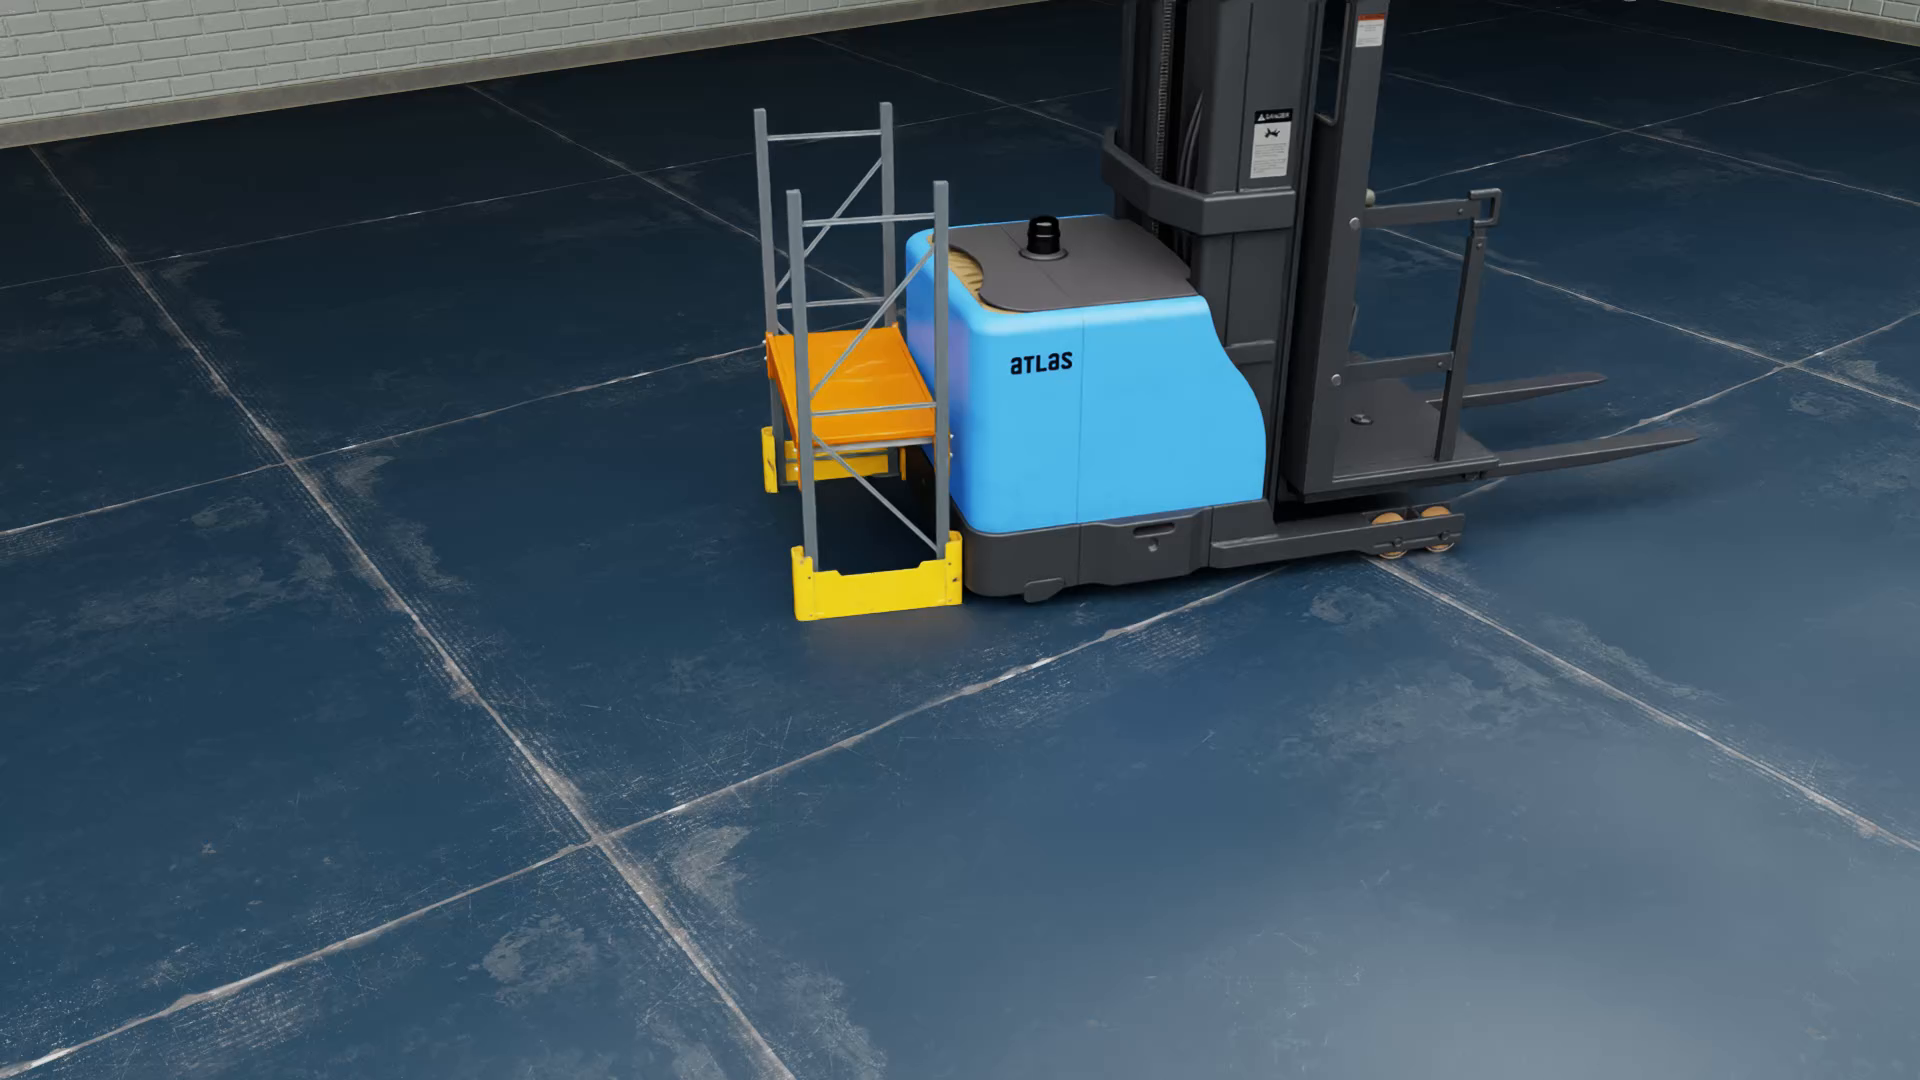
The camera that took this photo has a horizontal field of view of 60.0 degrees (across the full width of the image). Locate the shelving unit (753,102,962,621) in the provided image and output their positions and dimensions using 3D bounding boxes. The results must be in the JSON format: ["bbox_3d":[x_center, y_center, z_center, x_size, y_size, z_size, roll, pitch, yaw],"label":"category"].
[{"bbox_3d":[-0.386,-0.658,5.890,0.587,1.500,1.083,-6,29,-10],"label":"shelving unit"}]

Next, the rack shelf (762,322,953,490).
[{"bbox_3d":[-0.388,-0.504,5.983,0.538,0.185,1.000,-6,29,-10],"label":"rack shelf"}]

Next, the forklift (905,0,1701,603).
[{"bbox_3d":[1.363,-1.453,5.854,3.031,2.935,1.130,-8,29,-14],"label":"forklift"}]

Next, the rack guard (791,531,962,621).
[{"bbox_3d":[-0.284,0.124,5.760,0.587,0.250,0.087,-6,29,-10],"label":"rack guard"}]

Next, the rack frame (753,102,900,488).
[{"bbox_3d":[-0.492,-0.900,6.335,0.500,1.500,0.032,-6,29,-10],"label":"rack frame"}]

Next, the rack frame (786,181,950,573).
[{"bbox_3d":[-0.283,-0.425,5.460,0.500,1.500,0.032,-6,29,-10],"label":"rack frame"}]

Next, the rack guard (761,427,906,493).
[{"bbox_3d":[-0.488,-0.341,6.616,0.587,0.250,0.087,-6,29,-10],"label":"rack guard"}]
